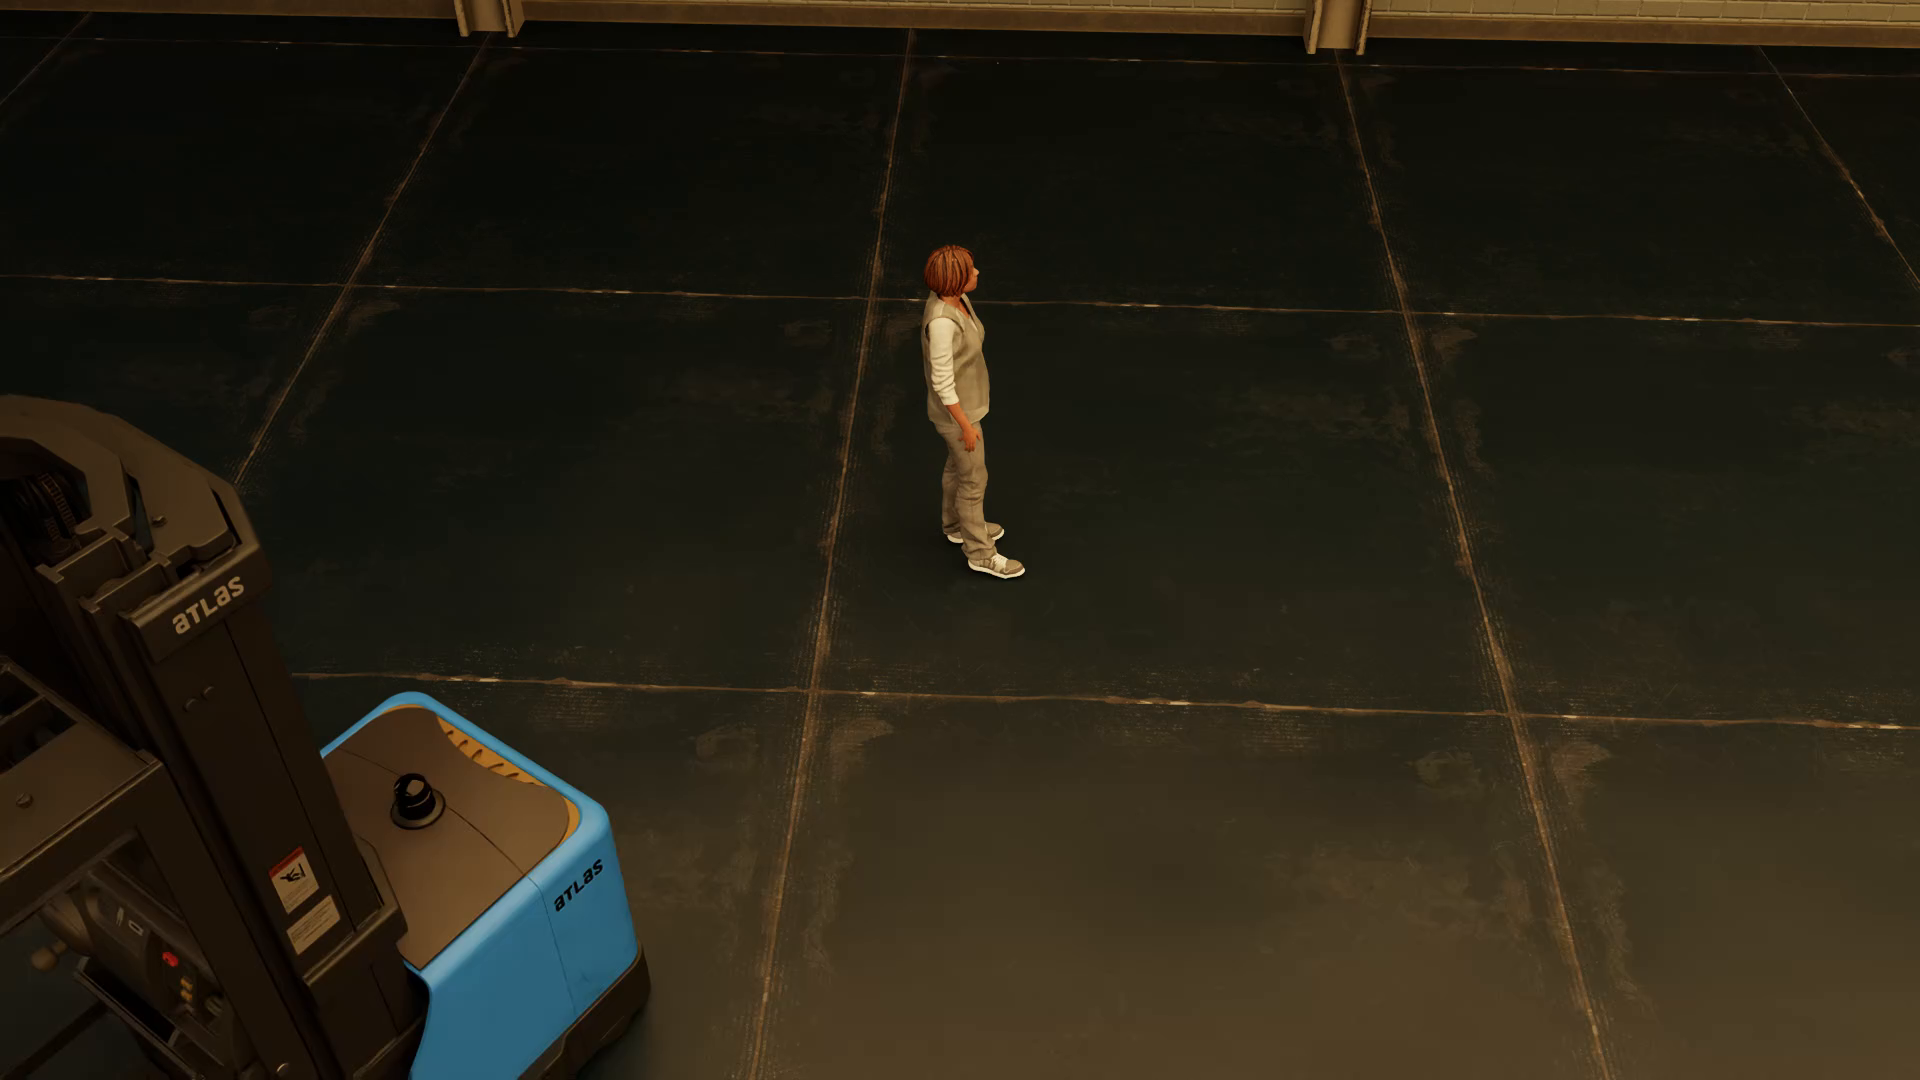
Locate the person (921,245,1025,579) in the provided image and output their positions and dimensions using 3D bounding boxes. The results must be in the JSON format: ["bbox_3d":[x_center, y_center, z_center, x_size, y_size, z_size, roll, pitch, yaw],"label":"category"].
[{"bbox_3d":[0.074,-0.584,7.359,0.473,1.599,0.520,2,42,2],"label":"person"}]

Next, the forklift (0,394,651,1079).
[{"bbox_3d":[-2.384,1.209,4.418,1.130,2.935,3.031,26,48,25],"label":"forklift"}]
